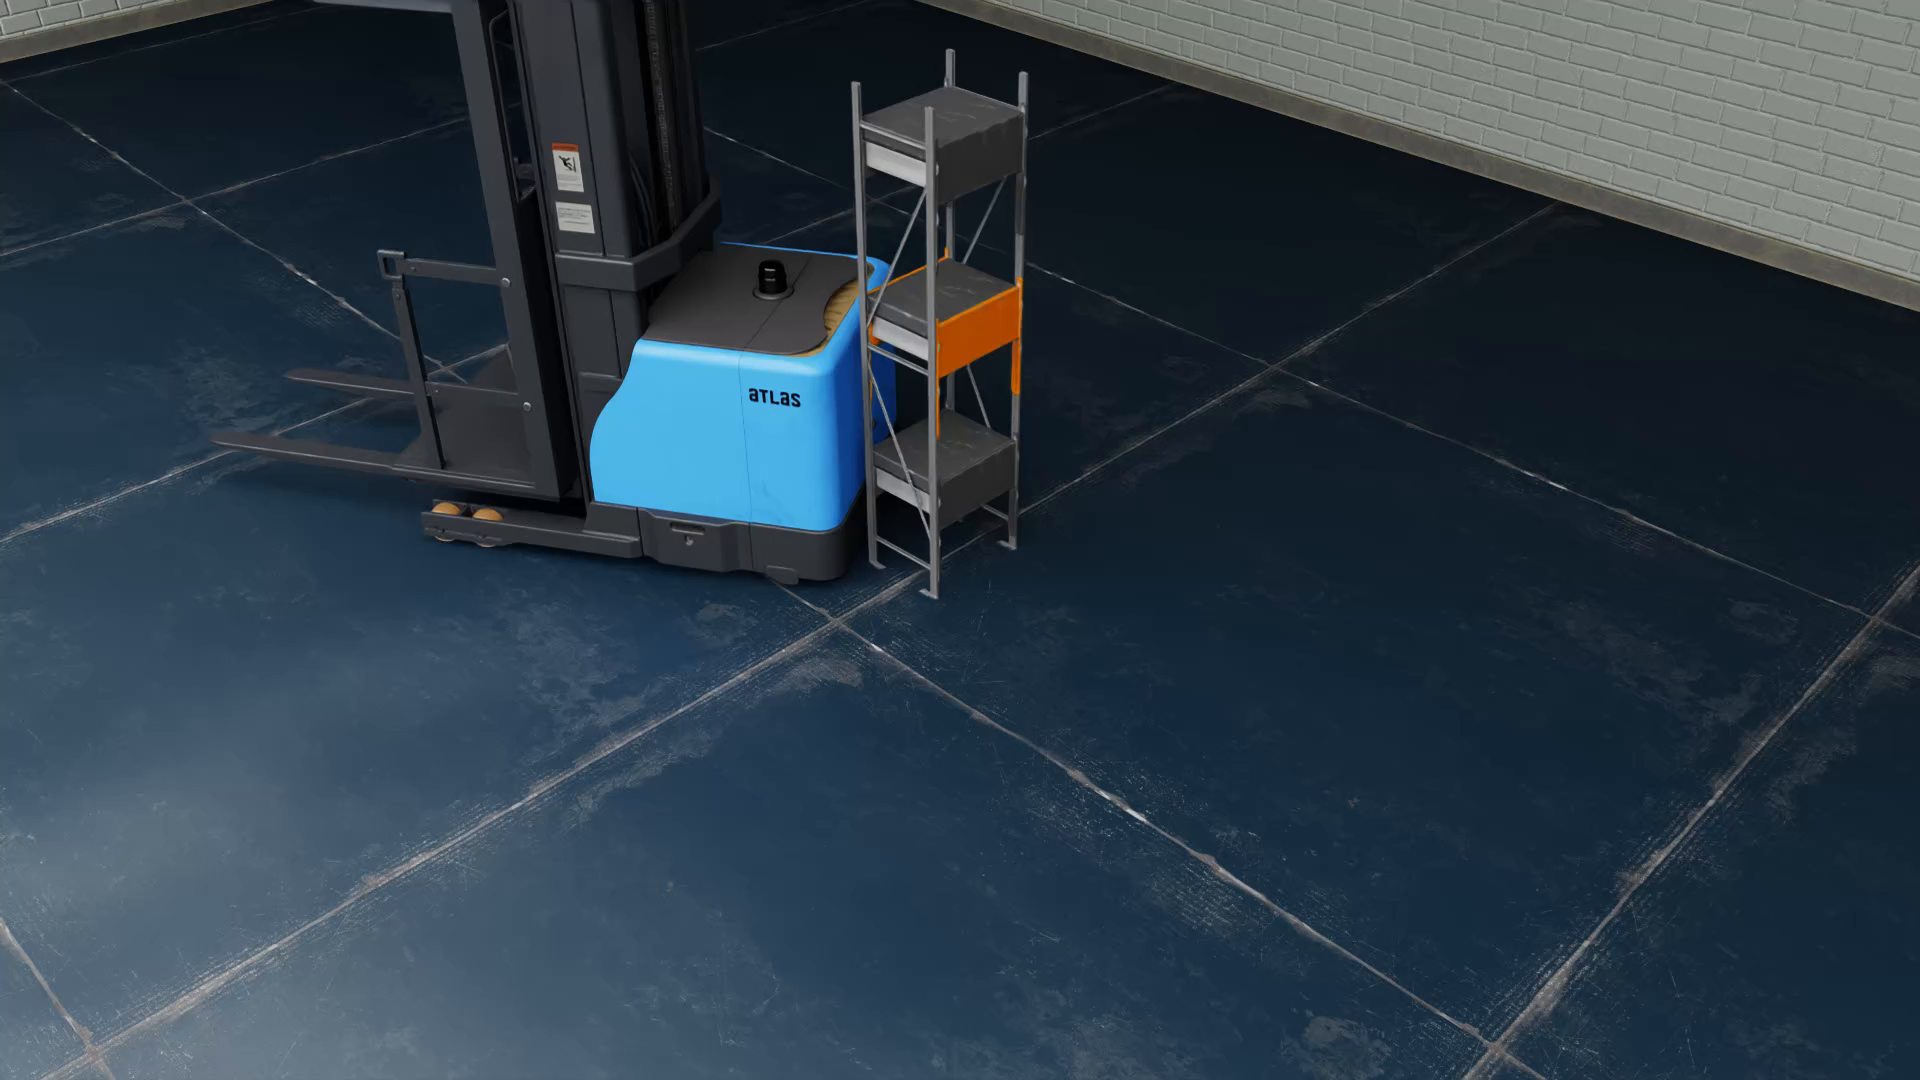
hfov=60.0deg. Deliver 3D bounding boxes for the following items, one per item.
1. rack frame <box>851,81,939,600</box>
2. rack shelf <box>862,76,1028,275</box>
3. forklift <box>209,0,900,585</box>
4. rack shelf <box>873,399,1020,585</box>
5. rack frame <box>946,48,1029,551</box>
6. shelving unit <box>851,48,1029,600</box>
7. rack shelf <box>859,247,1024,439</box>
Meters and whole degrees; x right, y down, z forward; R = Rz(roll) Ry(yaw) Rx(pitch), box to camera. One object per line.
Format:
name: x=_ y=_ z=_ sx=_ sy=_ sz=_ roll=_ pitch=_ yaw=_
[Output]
rack frame: x=-0.238 y=-0.692 z=6.405 sx=0.400 sy=2.100 sz=0.015 roll=28 pitch=44 yaw=34
rack shelf: x=-0.070 y=-1.357 z=6.159 sx=0.431 sy=0.518 sz=0.480 roll=28 pitch=44 yaw=34
forklift: x=-1.845 y=-1.454 z=6.773 sx=3.031 sy=2.935 sz=1.130 roll=8 pitch=36 yaw=11
rack shelf: x=-0.072 y=-0.208 z=6.959 sx=0.431 sy=0.518 sz=0.480 roll=28 pitch=44 yaw=34
rack frame: x=0.096 y=-0.895 z=6.698 sx=0.400 sy=2.100 sz=0.015 roll=28 pitch=44 yaw=34
shelving unit: x=-0.071 y=-0.794 z=6.552 sx=0.431 sy=2.100 sz=0.503 roll=28 pitch=44 yaw=34
rack shelf: x=-0.071 y=-0.782 z=6.559 sx=0.431 sy=0.518 sz=0.480 roll=28 pitch=44 yaw=34
